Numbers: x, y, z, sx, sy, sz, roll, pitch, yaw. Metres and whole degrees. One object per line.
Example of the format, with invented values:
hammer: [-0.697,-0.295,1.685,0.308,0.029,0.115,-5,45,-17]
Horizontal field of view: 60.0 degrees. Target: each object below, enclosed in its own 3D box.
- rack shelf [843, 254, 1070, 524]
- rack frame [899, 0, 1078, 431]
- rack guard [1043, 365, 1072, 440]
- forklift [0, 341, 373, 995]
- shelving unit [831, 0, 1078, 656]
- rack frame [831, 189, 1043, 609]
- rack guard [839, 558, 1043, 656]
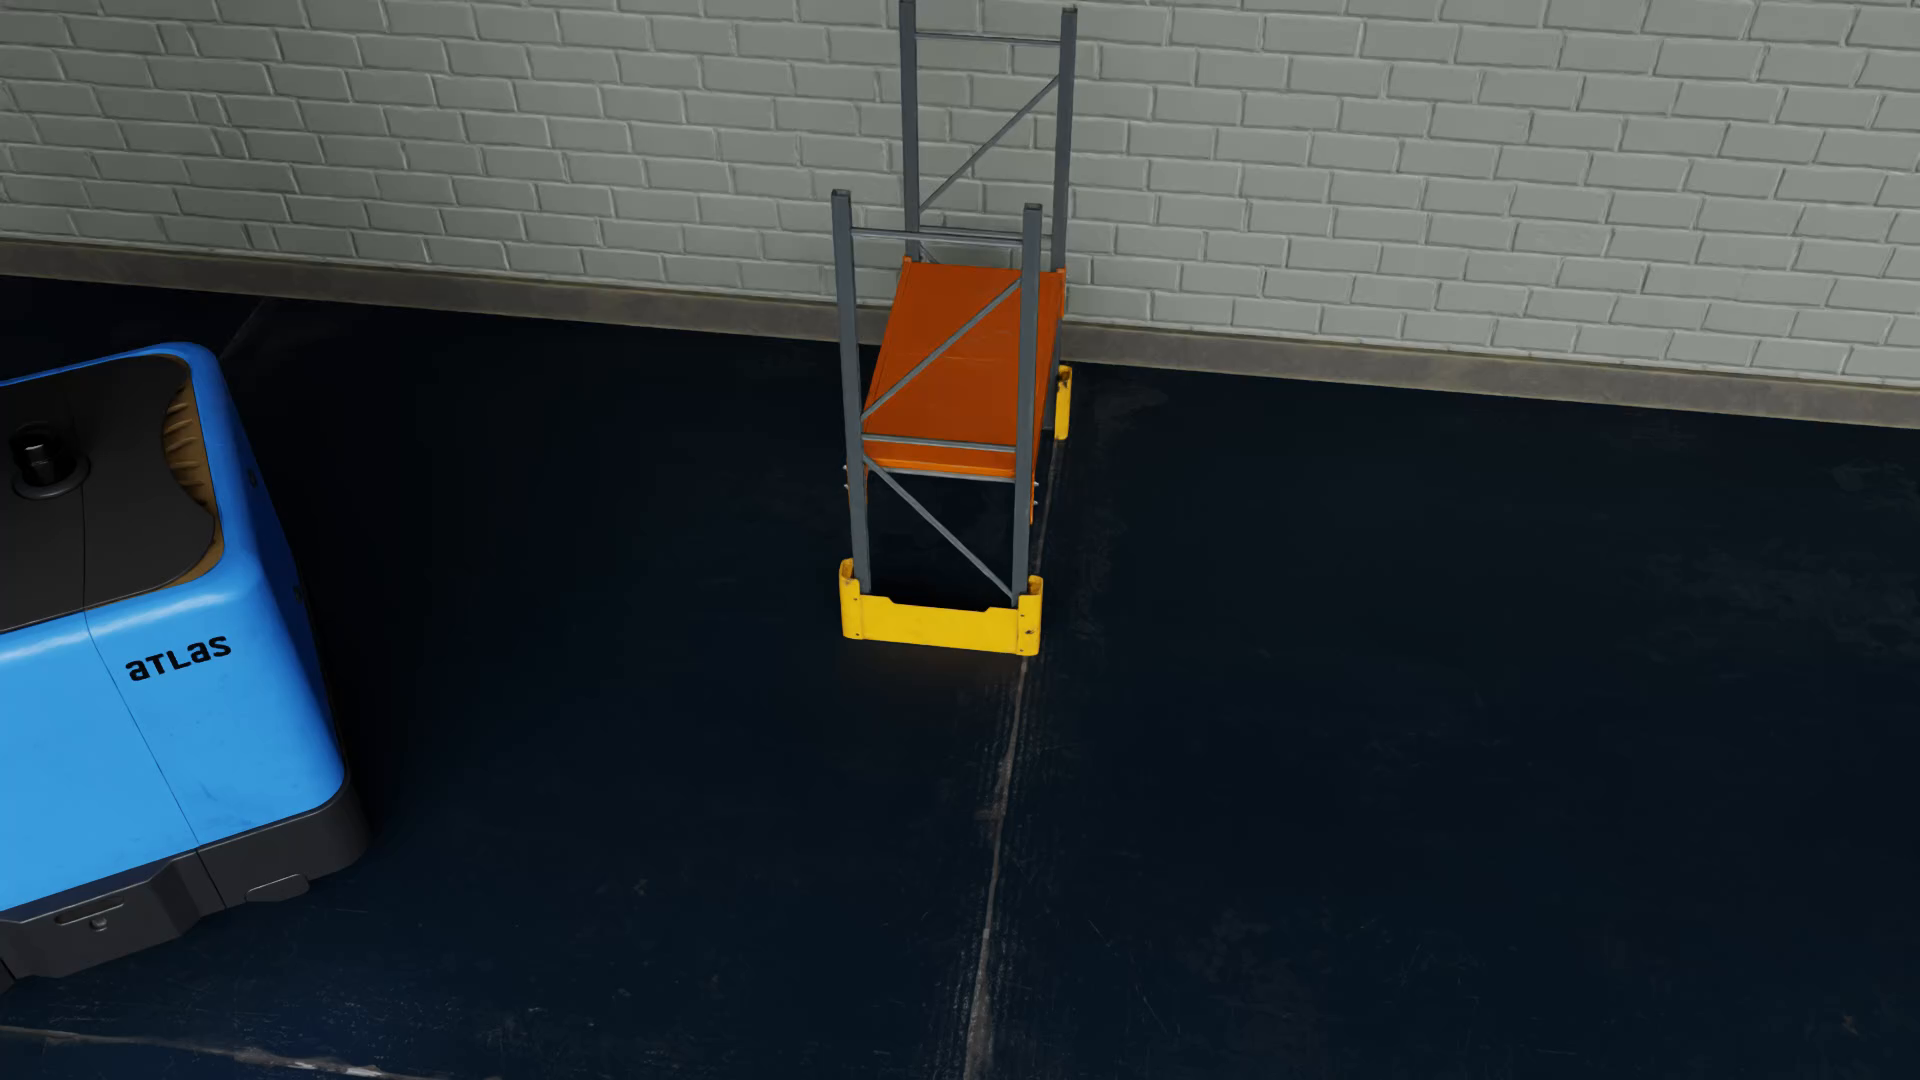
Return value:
rack shelf: [0.011,-0.472,4.919,0.538,0.185,1.000,5,44,6]
rack frame: [0.078,-0.949,5.162,0.500,1.500,0.032,5,44,6]
rack guard: [0.076,-0.482,5.577,0.587,0.250,0.087,5,44,6]
forklift: [-3.088,-0.090,3.213,3.031,2.935,1.130,-18,46,-18]
shelving unit: [0.010,-0.597,4.789,0.587,1.500,1.083,5,44,6]
rack frame: [-0.056,-0.256,4.430,0.500,1.500,0.032,5,44,6]
rack guard: [-0.056,0.197,4.860,0.587,0.250,0.087,5,44,6]
